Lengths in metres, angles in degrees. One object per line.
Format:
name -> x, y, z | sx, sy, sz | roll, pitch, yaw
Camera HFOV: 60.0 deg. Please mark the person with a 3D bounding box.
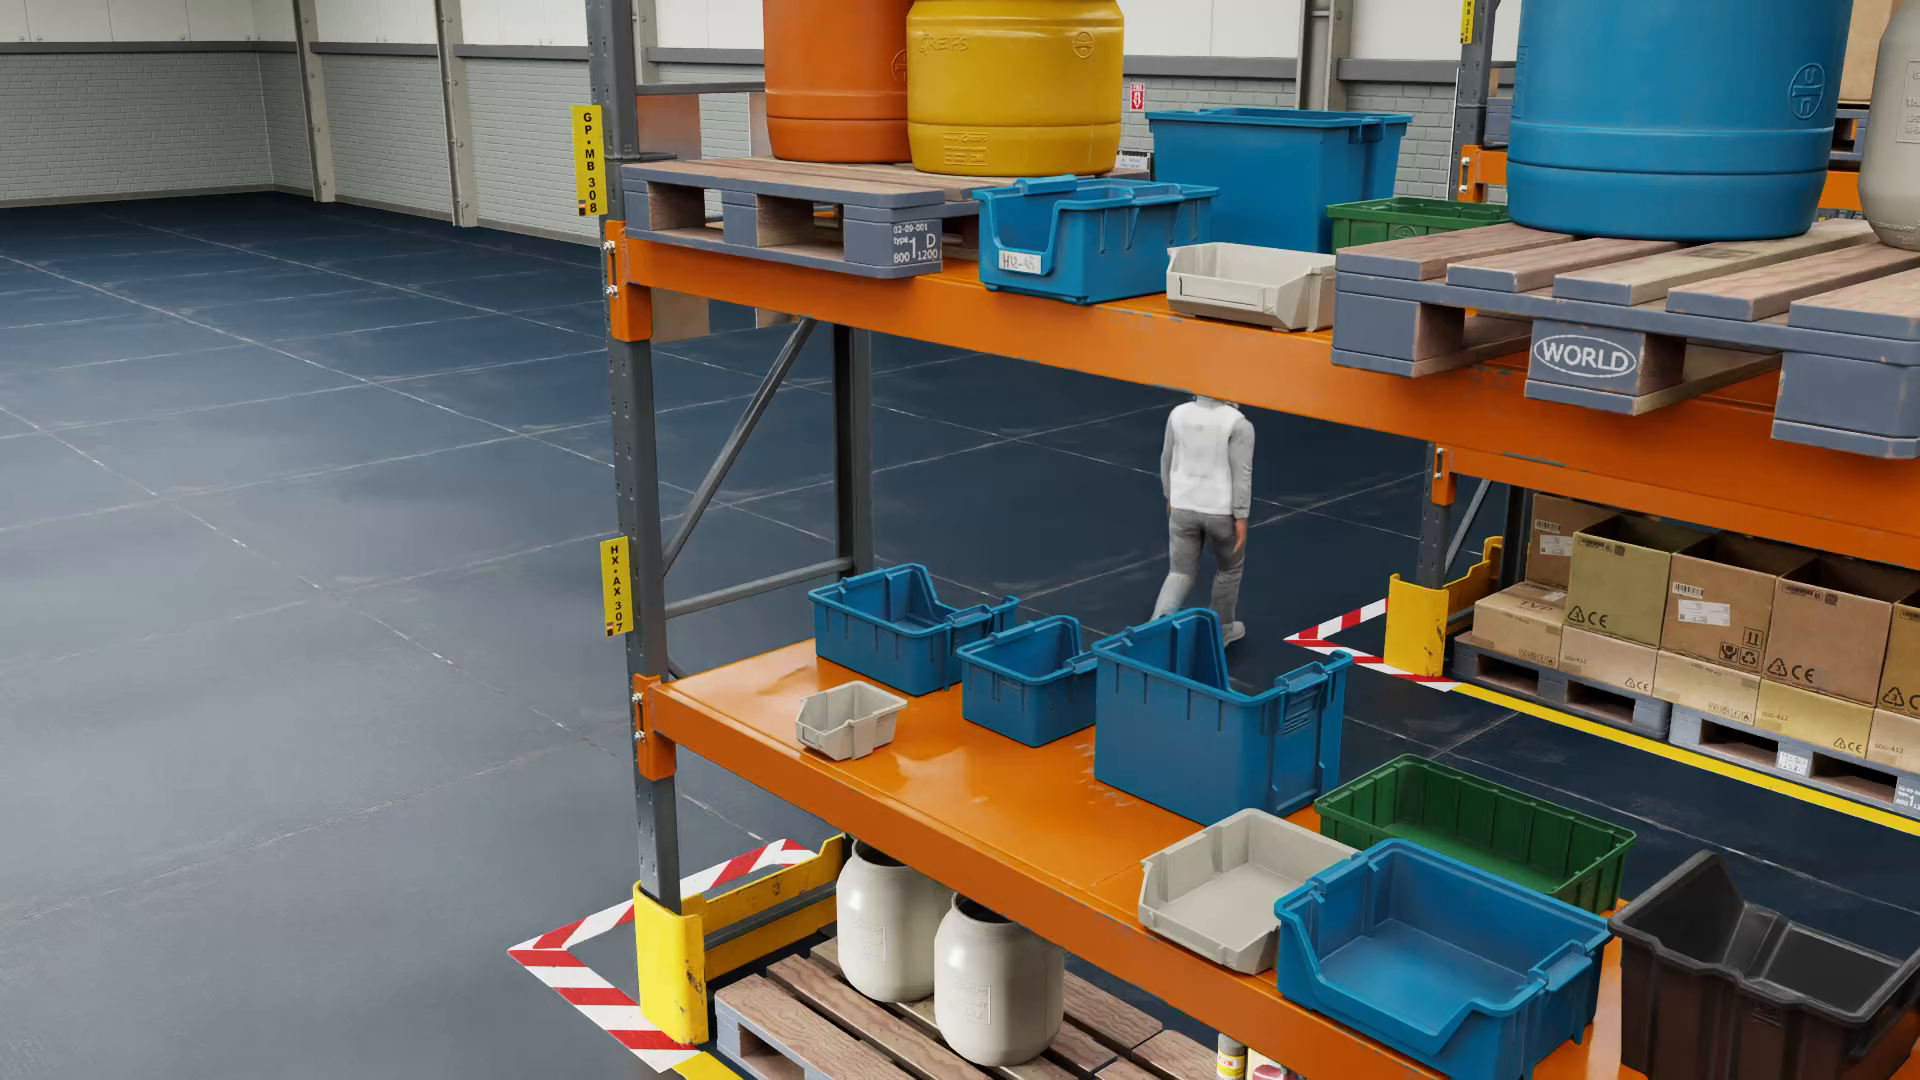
person -> 1.326, -0.174, 9.069 | 0.557, 1.745, 0.922 | 10, 20, 29
